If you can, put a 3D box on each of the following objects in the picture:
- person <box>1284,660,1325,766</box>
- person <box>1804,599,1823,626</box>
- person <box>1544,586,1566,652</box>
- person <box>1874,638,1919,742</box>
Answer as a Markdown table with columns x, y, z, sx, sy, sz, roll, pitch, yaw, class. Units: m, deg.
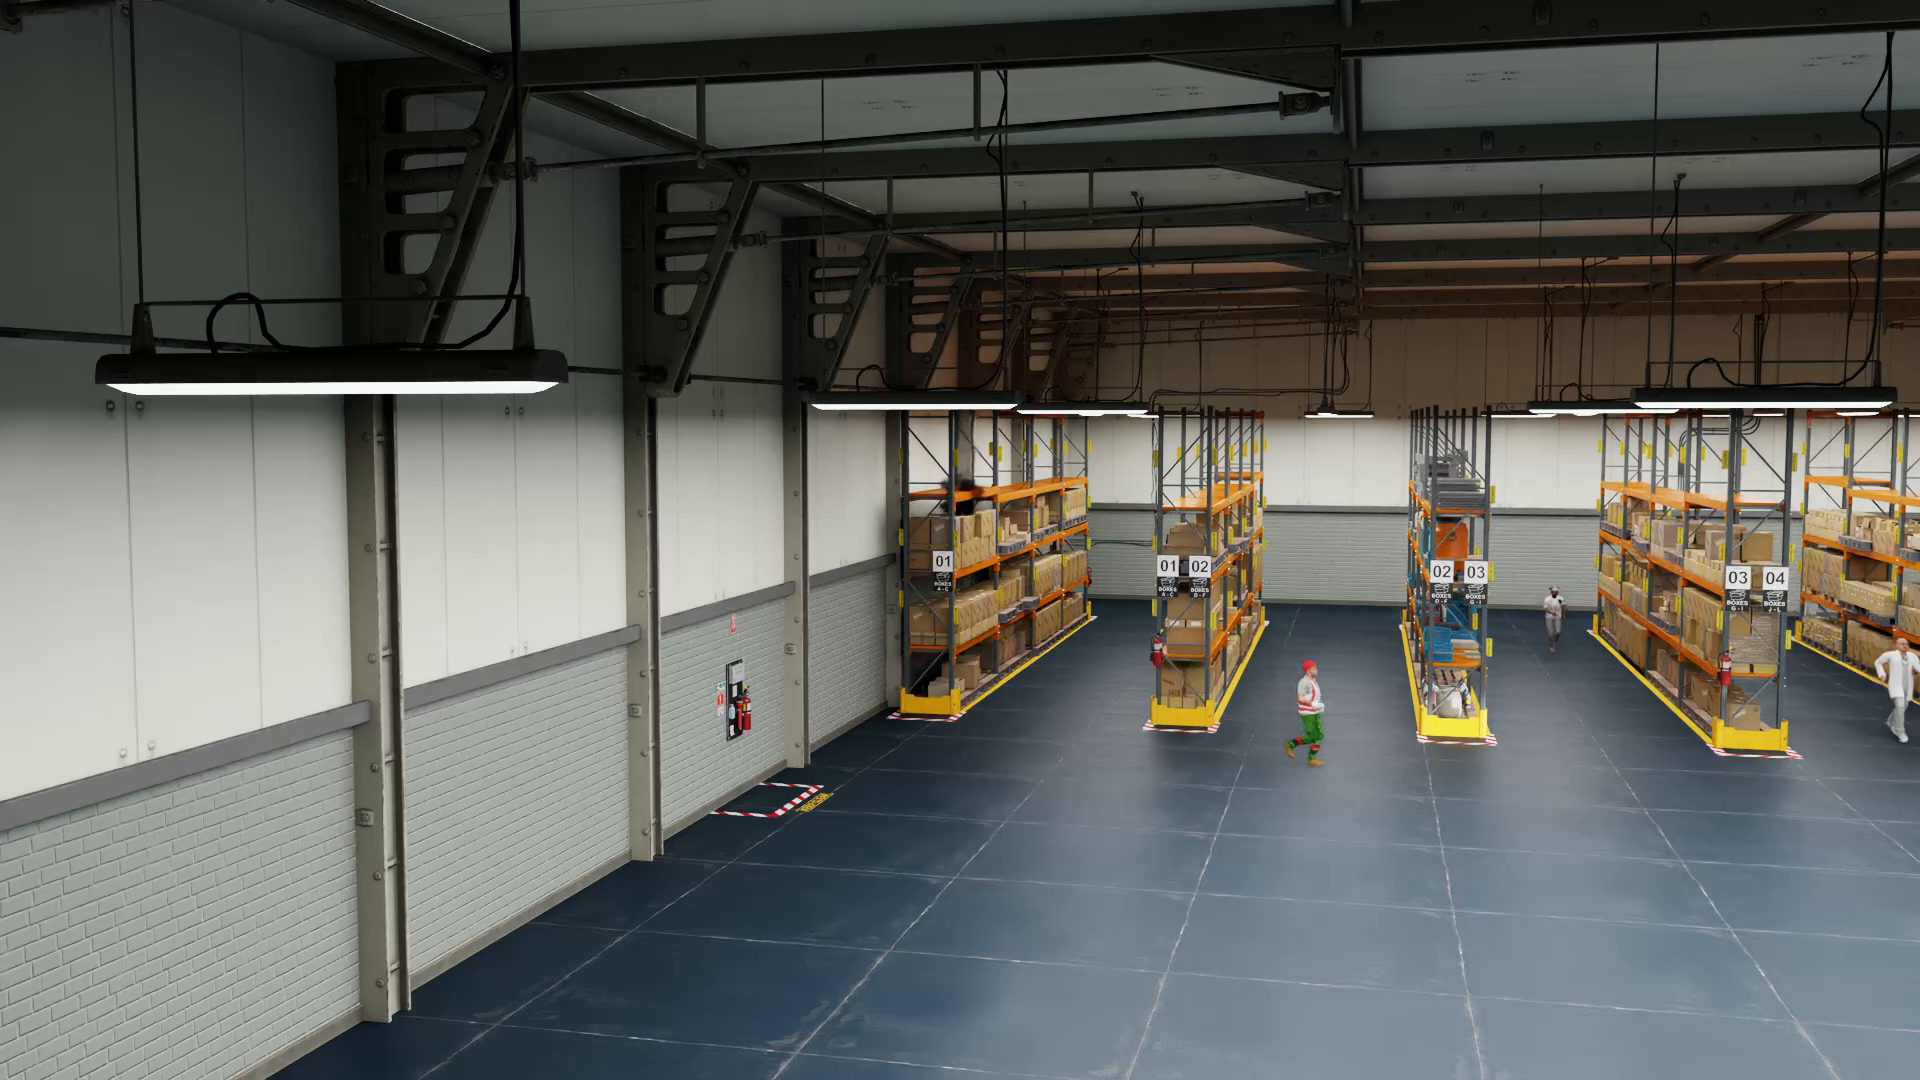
| x | y | z | sx | sy | sz | roll | pitch | yaw | class |
| --- | --- | --- | --- | --- | --- | --- | --- | --- | --- |
| 5.755 | 2.868 | 27.607 | 0.714 | 1.749 | 0.653 | 2 | 5 | 31 | person |
| 22.705 | 1.667 | 44.212 | 0.820 | 1.776 | 0.675 | 1 | 4 | 12 | person |
| 14.721 | 1.950 | 41.126 | 0.554 | 1.660 | 0.608 | 1 | 4 | 12 | person |
| 16.944 | 2.663 | 29.971 | 0.684 | 1.811 | 0.922 | 0 | 4 | 1 | person |
